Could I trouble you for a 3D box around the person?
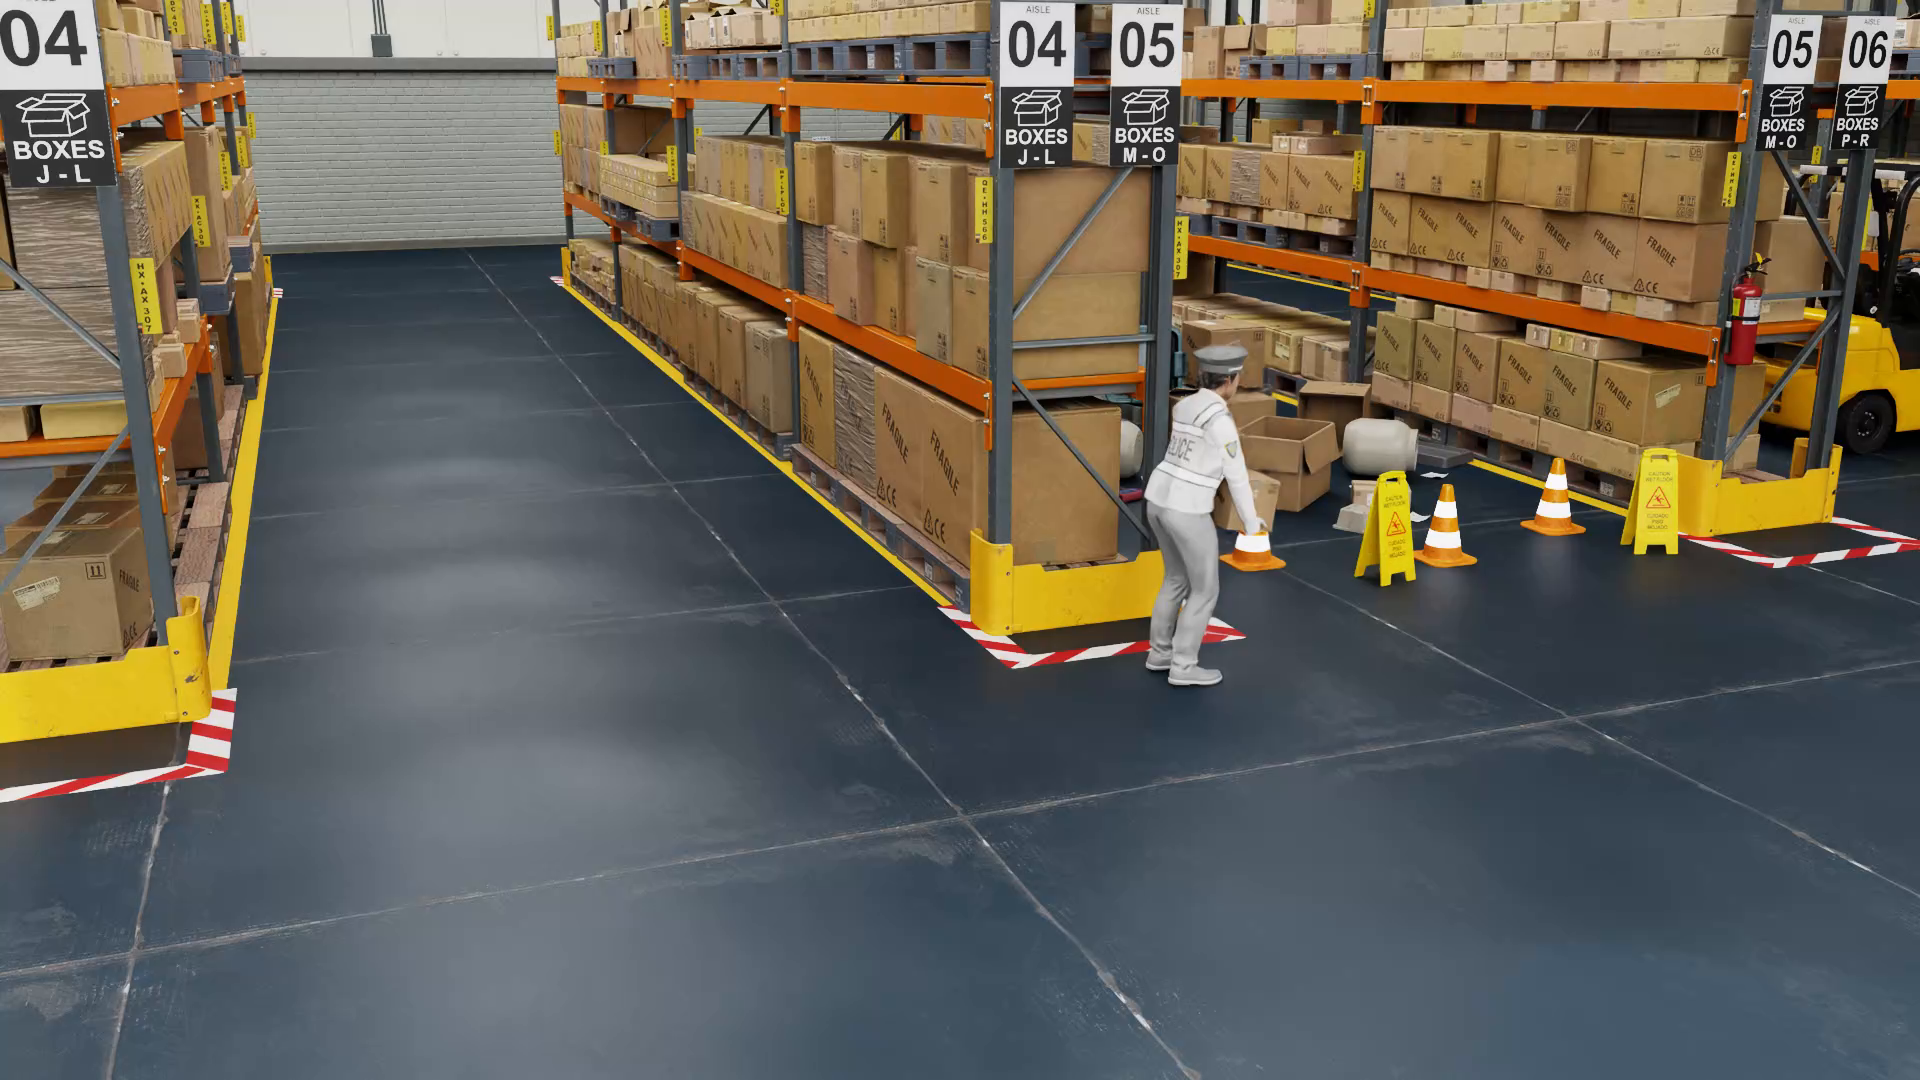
[{"bbox_3d":[1.168,-0.123,8.039,0.561,1.631,0.414,-6,17,-21],"label":"person"}]
